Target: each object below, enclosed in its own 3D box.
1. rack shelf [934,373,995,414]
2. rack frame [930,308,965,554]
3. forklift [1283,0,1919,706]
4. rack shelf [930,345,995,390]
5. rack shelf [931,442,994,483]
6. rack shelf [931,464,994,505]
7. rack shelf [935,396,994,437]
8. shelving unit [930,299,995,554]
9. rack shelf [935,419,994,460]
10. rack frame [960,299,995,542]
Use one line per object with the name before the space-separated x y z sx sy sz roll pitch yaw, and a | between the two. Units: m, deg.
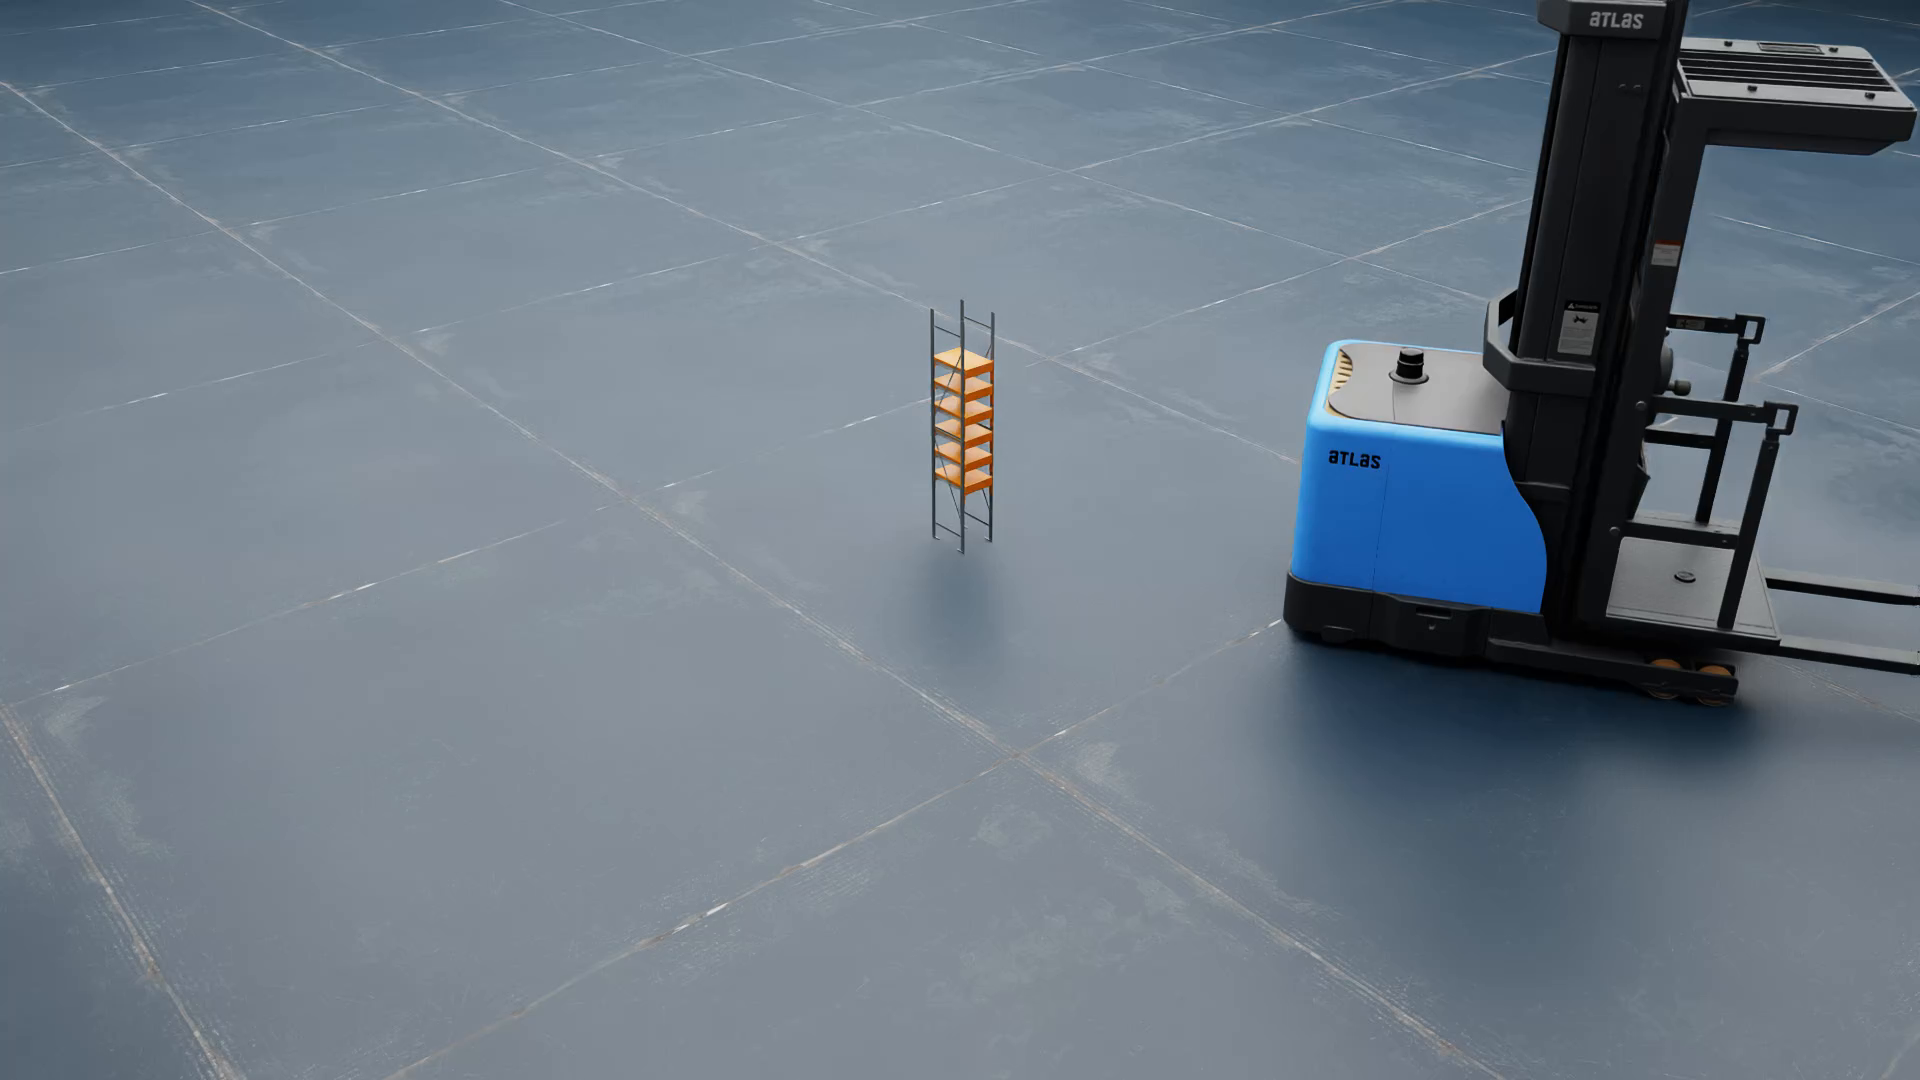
rack shelf | 0.011 -0.706 7.883 0.180 0.103 0.258 -22 35 -35
rack frame | -0.059 -0.506 7.923 0.006 1.200 0.240 -22 35 -35
forklift | 3.022 -0.878 6.783 3.031 2.935 1.130 8 29 14
rack shelf | 0.011 -0.812 7.827 0.180 0.103 0.258 -22 35 -35
rack shelf | 0.011 -0.389 8.053 0.180 0.103 0.258 -22 35 -35
rack shelf | 0.011 -0.283 8.110 0.180 0.103 0.258 -22 35 -35
rack shelf | 0.011 -0.600 7.940 0.180 0.103 0.258 -22 35 -35
shelving unit | 0.011 -0.534 7.975 0.189 1.200 0.258 -22 35 -35
rack shelf | 0.011 -0.494 7.996 0.180 0.103 0.258 -22 35 -35
rack frame | 0.081 -0.562 8.028 0.006 1.200 0.240 -22 35 -35
